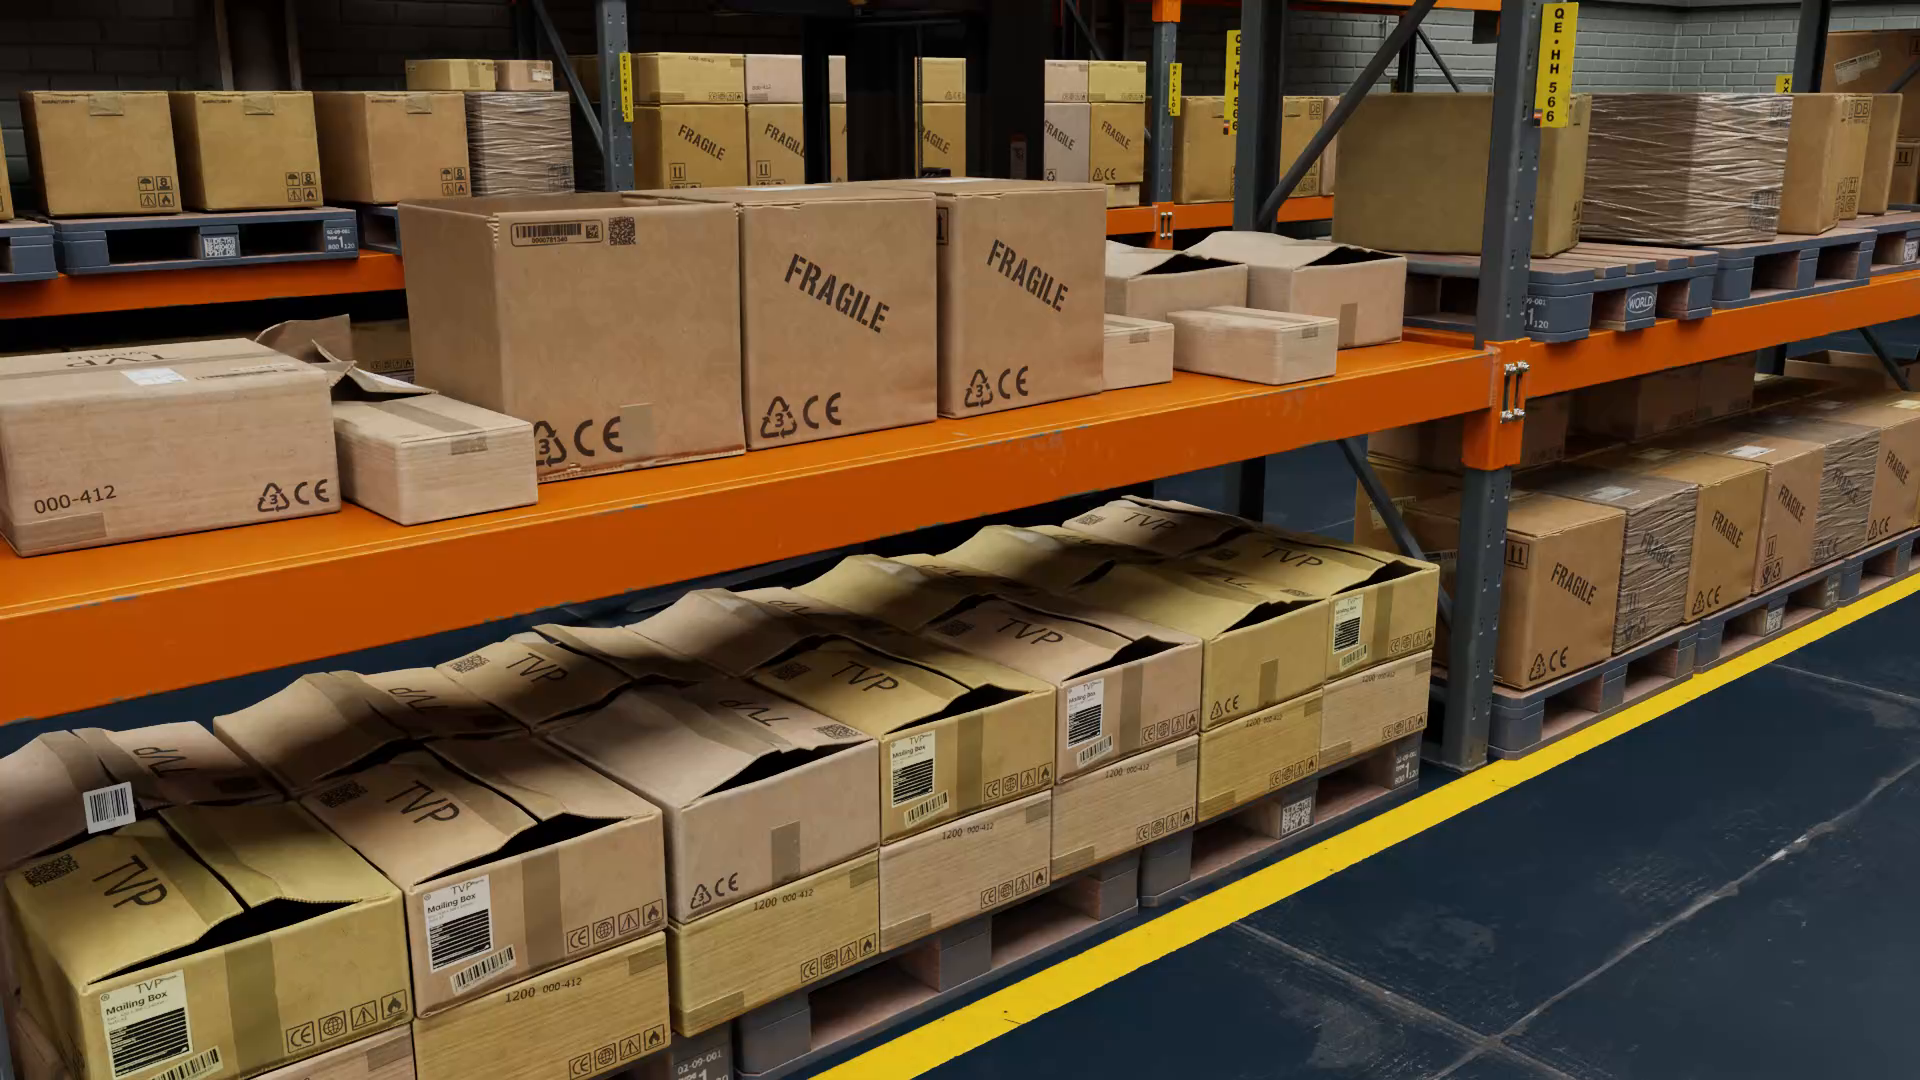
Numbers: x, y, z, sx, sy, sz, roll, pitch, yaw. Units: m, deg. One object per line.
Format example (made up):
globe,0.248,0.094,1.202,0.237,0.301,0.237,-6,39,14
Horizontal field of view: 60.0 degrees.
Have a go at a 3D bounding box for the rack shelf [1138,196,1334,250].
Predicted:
rack shelf,2.525,-2.471,12.582,4.000,0.370,1.077,-13,19,-39

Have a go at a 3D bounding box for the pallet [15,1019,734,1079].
pallet,-1.234,1.054,3.395,1.213,0.211,1.003,-13,19,-39

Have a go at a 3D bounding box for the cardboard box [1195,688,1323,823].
cardboard box,0.630,0.512,4.536,0.500,0.250,0.500,-13,20,-40

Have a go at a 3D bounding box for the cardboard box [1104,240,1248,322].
cardboard box,0.451,-0.681,4.661,0.500,0.311,0.500,-13,20,-40

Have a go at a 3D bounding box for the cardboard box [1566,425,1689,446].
cardboard box,2.587,-0.225,6.771,0.500,0.500,0.500,-14,20,-41

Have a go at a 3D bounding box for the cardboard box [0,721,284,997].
cardboard box,-1.647,0.570,3.233,0.500,0.311,0.500,-13,19,-39

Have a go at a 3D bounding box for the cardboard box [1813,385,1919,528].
cardboard box,4.086,-0.381,7.357,0.500,0.500,0.500,-13,20,-40

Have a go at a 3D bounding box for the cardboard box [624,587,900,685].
cardboard box,-0.499,0.312,4.198,0.500,0.311,0.500,-13,20,-40

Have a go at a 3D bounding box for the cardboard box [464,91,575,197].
cardboard box,-2.349,-1.981,8.309,0.700,0.500,0.500,13,20,40

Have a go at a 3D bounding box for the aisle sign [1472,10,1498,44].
aisle sign,4.285,-4.367,13.249,0.004,0.787,0.394,-13,19,-39

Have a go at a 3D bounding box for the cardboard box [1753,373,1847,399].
cardboard box,3.746,-0.486,7.749,0.500,0.500,0.500,-14,20,-42

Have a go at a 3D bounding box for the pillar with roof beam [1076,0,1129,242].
pillar with roof beam,3.802,-4.827,8.383,0.400,9.000,9.100,-13,19,-39

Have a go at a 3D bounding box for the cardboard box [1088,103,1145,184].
cardboard box,0.833,-2.554,10.690,0.500,0.500,0.500,-13,20,-40

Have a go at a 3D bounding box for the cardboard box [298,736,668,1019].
cardboard box,-0.908,0.589,3.161,0.500,0.311,0.500,-13,20,-40

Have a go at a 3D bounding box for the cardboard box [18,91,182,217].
cardboard box,-3.710,-1.676,7.165,0.500,0.500,0.700,-10,18,-32

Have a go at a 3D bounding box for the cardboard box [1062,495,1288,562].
cardboard box,0.665,0.048,5.186,0.500,0.311,0.500,-12,19,-38

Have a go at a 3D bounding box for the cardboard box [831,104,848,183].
cardboard box,-0.691,-2.207,9.391,0.500,0.500,0.500,-13,20,-40

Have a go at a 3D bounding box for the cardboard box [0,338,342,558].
cardboard box,-1.422,-0.180,2.902,0.500,0.250,0.500,-11,19,-36

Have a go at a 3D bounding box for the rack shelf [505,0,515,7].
rack shelf,-3.510,-2.565,7.121,4.000,0.370,1.077,-13,19,-39

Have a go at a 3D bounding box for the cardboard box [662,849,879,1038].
cardboard box,-0.522,0.770,3.569,0.500,0.250,0.500,-13,20,-41

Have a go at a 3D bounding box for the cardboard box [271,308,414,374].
cardboard box,-2.982,-0.953,8.042,0.500,0.250,0.500,-12,19,-38

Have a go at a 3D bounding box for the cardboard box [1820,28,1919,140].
cardboard box,4.482,-2.183,7.980,0.500,0.500,0.500,-13,19,-39

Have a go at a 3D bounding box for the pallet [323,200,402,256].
pallet,-2.469,-1.568,8.179,1.003,0.211,1.213,-13,19,-39

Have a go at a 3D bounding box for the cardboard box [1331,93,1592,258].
cardboard box,1.654,-1.218,5.490,0.700,0.500,0.500,8,17,28

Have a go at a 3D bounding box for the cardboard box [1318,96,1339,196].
cardboard box,2.533,-2.961,12.442,0.700,0.700,0.980,-14,20,-42

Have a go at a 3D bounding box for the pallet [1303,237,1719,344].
pallet,1.718,-0.874,5.582,1.003,0.211,1.213,-13,19,-39

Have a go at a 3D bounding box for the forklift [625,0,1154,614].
forklift,-0.414,-1.294,6.914,1.130,2.935,3.031,13,20,39

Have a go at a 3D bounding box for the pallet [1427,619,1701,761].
pallet,1.841,0.390,5.882,1.213,0.211,1.003,-13,19,-39

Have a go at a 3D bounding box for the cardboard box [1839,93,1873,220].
cardboard box,3.289,-1.602,6.926,0.500,0.500,0.700,-9,17,-31

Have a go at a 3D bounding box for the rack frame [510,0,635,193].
rack frame,-2.001,-1.802,8.684,0.127,3.000,1.000,-13,19,-39

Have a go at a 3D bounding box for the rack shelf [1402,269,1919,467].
rack shelf,2.762,-0.830,6.437,4.000,0.370,1.077,-13,19,-39

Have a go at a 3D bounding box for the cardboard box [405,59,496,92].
cardboard box,-2.475,-2.255,8.075,0.380,0.149,0.250,12,19,38

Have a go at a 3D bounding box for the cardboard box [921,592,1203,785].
cardboard box,0.249,0.327,4.140,0.500,0.311,0.500,-13,20,-40

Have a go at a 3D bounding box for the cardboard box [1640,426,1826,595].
cardboard box,2.947,-0.128,6.407,0.500,0.500,0.500,-14,20,-41

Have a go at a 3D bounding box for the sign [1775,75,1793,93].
sign,3.909,-2.038,7.892,0.005,0.325,0.100,-13,19,-39

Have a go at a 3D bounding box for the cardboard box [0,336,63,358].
cardboard box,-4.145,-0.695,7.077,0.500,0.250,0.500,-13,20,-41

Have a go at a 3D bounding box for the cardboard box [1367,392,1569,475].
cardboard box,1.844,-0.420,6.048,0.500,0.250,0.500,-12,19,-37

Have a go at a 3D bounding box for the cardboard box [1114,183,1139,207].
cardboard box,0.947,-2.256,10.830,0.250,0.149,0.380,-12,19,-39

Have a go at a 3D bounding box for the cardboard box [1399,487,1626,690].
cardboard box,1.784,0.135,5.422,0.500,0.500,0.500,-12,19,-37

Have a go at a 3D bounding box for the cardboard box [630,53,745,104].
cardboard box,-1.468,-2.398,8.651,0.500,0.250,0.500,-12,19,-38

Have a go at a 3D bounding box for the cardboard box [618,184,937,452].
cardboard box,-0.399,-0.510,3.653,0.500,0.500,0.500,-13,19,-39

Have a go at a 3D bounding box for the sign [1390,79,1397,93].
sign,3.674,-3.723,14.044,0.005,0.325,0.100,-13,19,-39

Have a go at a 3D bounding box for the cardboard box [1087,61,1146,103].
cardboard box,0.832,-2.915,10.587,0.500,0.250,0.500,-12,19,-38
